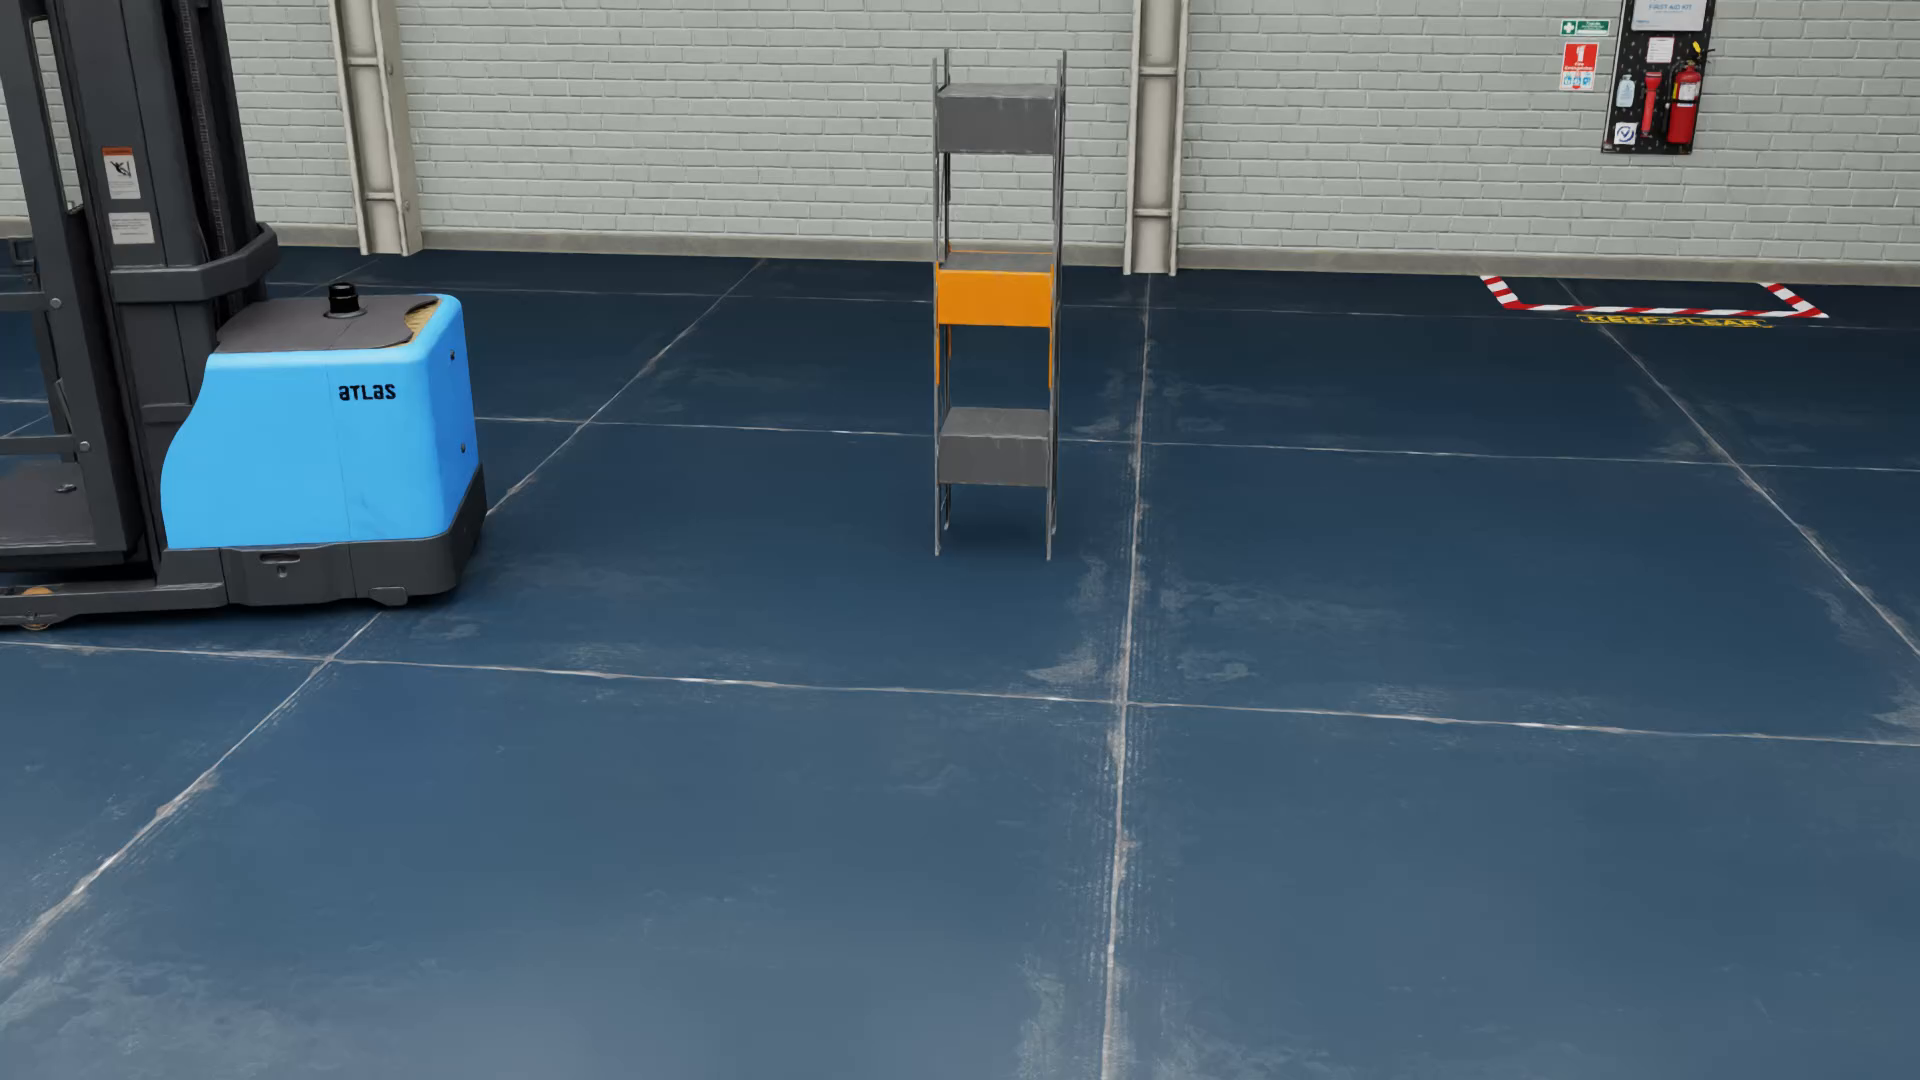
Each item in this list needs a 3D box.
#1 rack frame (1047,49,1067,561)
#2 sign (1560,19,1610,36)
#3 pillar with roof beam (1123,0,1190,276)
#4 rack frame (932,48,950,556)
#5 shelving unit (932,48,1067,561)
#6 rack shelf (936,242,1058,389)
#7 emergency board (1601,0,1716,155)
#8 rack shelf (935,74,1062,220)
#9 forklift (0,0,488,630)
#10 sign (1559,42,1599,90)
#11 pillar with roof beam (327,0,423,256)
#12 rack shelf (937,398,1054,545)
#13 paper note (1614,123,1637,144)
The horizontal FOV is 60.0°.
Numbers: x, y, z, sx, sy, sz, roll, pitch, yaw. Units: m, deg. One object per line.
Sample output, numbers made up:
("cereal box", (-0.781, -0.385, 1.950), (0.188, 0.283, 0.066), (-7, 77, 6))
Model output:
("rack frame", (0.407, -0.959, 7.009), (0.015, 2.100, 0.400), (2, 22, 6))
("sign", (4.413, -3.617, 11.740), (0.331, 0.109, 0.001), (2, 22, 6))
("pillar with roof beam", (0.931, -4.653, 6.969), (0.400, 9.000, 9.100), (2, 22, 6))
("rack frame", (-0.078, -0.980, 7.062), (0.015, 2.100, 0.400), (2, 22, 6))
("shelving unit", (0.164, -0.969, 7.036), (0.503, 2.100, 0.431), (2, 22, 6))
("rack shelf", (0.164, -0.957, 7.041), (0.480, 0.518, 0.431), (2, 22, 6))
("emergency board", (4.947, -3.296, 11.697), (0.643, 1.169, 0.194), (2, 22, 6))
("rack shelf", (0.164, -1.608, 6.783), (0.480, 0.518, 0.431), (2, 22, 6))
("forklift", (-3.605, -1.205, 6.501), (3.031, 2.935, 1.130), (-3, 22, -6))
("sign", (4.410, -3.374, 11.846), (0.234, 0.329, 0.001), (2, 22, 6))
("pillar with roof beam", (-5.027, -4.912, 7.626), (0.400, 9.000, 9.100), (2, 22, 6))
("rack shelf", (0.164, -0.306, 7.298), (0.480, 0.518, 0.431), (2, 22, 6))
("paper note", (4.779, -2.919, 11.942), (0.142, 0.148, 0.016), (2, 22, 6))
